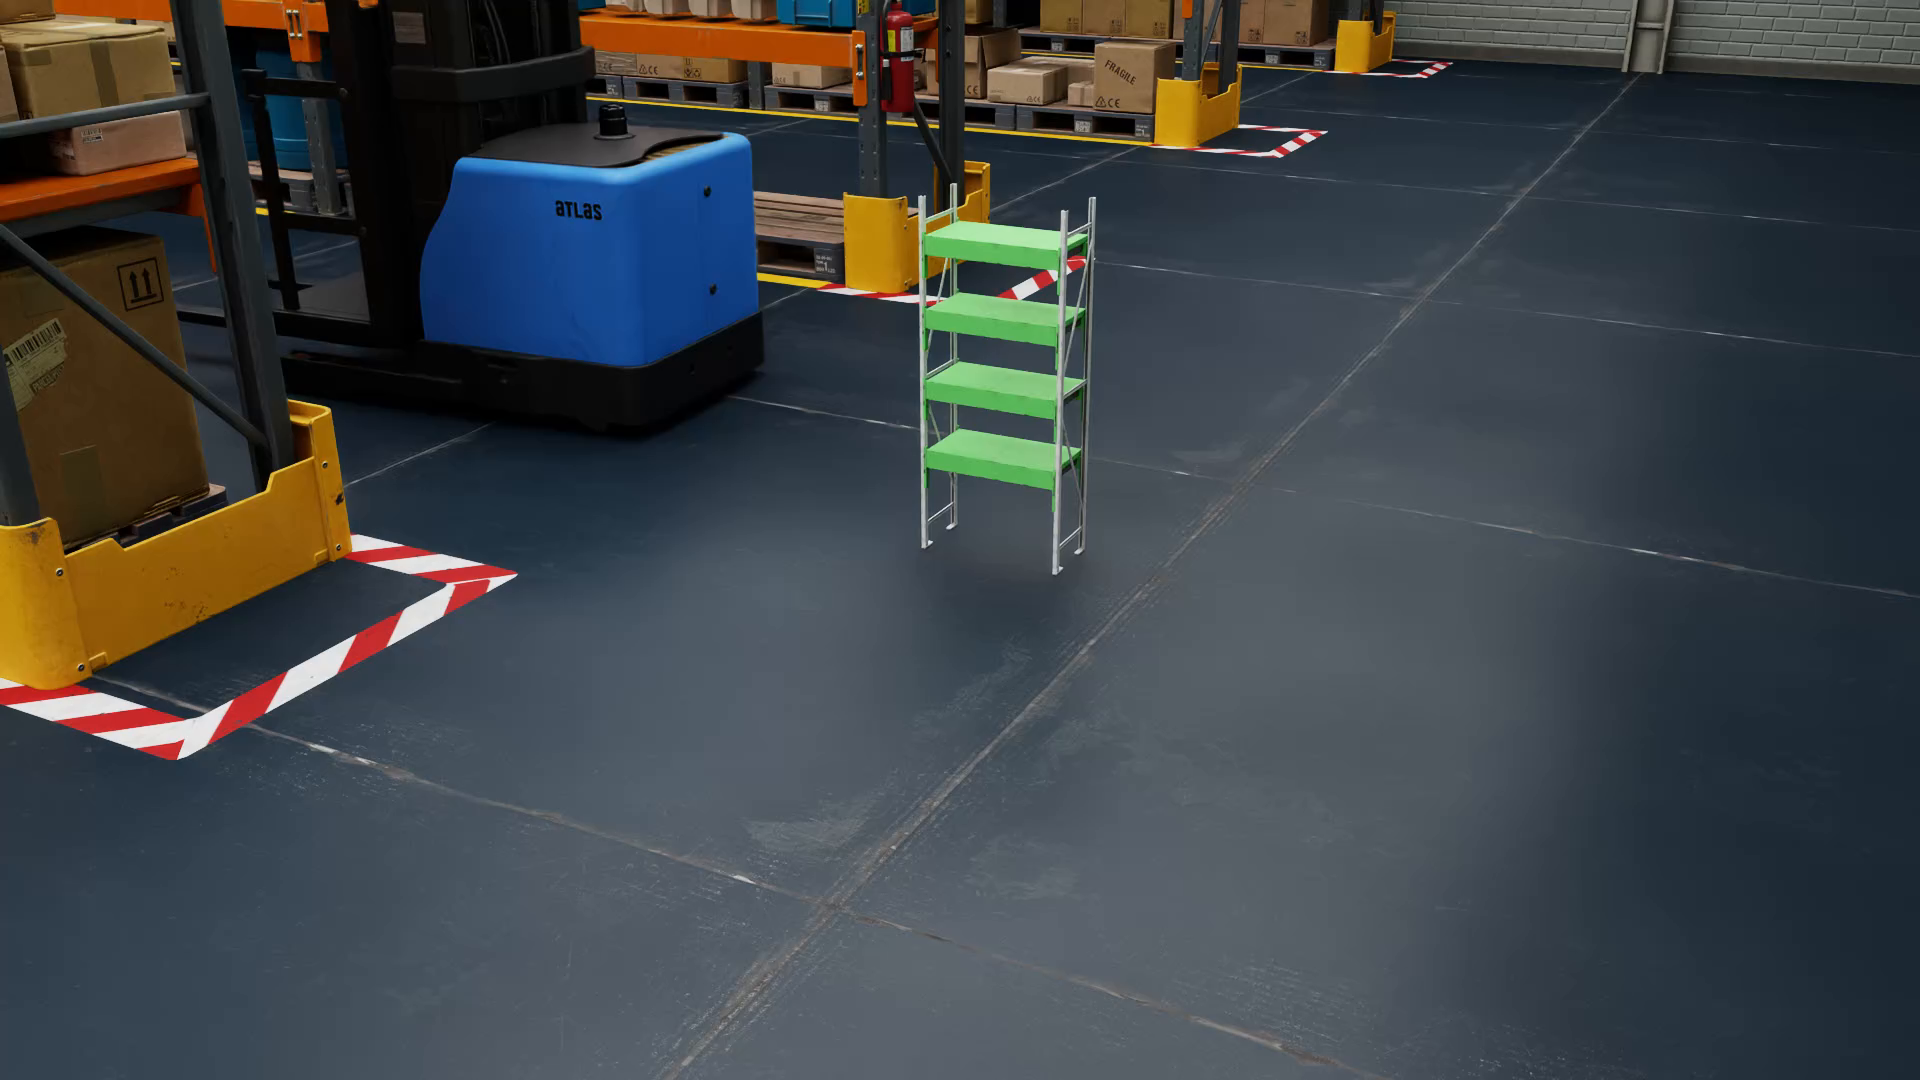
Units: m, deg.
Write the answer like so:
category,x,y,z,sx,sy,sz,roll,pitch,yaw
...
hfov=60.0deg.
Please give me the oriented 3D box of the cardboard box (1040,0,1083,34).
category,x,y,z,sx,sy,sz,roll,pitch,yaw
cardboard box,1.272,-5.953,18.572,0.500,0.500,0.700,12,26,25

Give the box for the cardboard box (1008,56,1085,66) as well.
category,x,y,z,sx,sy,sz,roll,pitch,yaw
cardboard box,0.739,-3.949,14.155,0.500,0.250,0.500,11,25,25

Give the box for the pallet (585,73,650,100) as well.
category,x,y,z,sx,sy,sz,roll,pitch,yaw
pallet,-3.417,-4.409,15.847,1.213,0.211,1.003,11,25,25

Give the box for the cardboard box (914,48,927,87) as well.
category,x,y,z,sx,sy,sz,roll,pitch,yaw
cardboard box,-0.275,-4.178,14.615,0.500,0.311,0.500,11,25,25

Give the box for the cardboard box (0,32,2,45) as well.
category,x,y,z,sx,sy,sz,roll,pitch,yaw
cardboard box,-3.038,-1.588,4.506,0.500,0.500,0.500,12,26,25

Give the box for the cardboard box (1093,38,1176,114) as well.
category,x,y,z,sx,sy,sz,roll,pitch,yaw
cardboard box,1.392,-3.703,13.255,0.500,0.500,0.500,11,25,25

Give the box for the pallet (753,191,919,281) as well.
category,x,y,z,sx,sy,sz,roll,pitch,yaw
pallet,-0.968,-1.787,9.682,1.213,0.211,1.003,11,25,25

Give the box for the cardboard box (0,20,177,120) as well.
category,x,y,z,sx,sy,sz,roll,pitch,yaw
cardboard box,-2.791,-1.428,5.087,0.500,0.250,0.500,10,25,23

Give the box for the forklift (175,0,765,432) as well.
category,x,y,z,sx,sy,sz,roll,pitch,yaw
forklift,-2.439,-2.148,7.055,3.031,2.935,1.130,10,25,21

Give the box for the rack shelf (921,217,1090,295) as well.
category,x,y,z,sx,sy,sz,roll,pitch,yaw
rack shelf,0.148,-0.906,5.284,0.480,0.148,0.258,11,25,25

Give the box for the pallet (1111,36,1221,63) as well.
category,x,y,z,sx,sy,sz,roll,pitch,yaw
pallet,2.387,-5.418,18.220,1.213,0.211,1.003,11,25,25

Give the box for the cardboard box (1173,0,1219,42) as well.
category,x,y,z,sx,sy,sz,roll,pitch,yaw
cardboard box,2.655,-5.680,17.930,0.500,0.500,0.700,10,25,23

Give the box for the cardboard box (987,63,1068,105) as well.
category,x,y,z,sx,sy,sz,roll,pitch,yaw
cardboard box,0.558,-3.766,13.723,0.500,0.250,0.500,11,25,25

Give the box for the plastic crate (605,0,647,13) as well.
category,x,y,z,sx,sy,sz,roll,pitch,yaw
plastic crate,-1.844,-3.041,9.328,0.250,0.136,0.298,11,25,25

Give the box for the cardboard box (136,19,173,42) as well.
category,x,y,z,sx,sy,sz,roll,pitch,yaw
cardboard box,-8.472,-5.530,17.896,0.500,0.250,0.500,11,25,23

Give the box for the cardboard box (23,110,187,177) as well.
category,x,y,z,sx,sy,sz,roll,pitch,yaw
cardboard box,-2.653,-1.244,5.162,0.250,0.149,0.380,12,26,25

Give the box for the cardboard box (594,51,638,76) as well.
category,x,y,z,sx,sy,sz,roll,pitch,yaw
cardboard box,-3.036,-4.565,15.283,0.500,0.500,0.500,12,26,25

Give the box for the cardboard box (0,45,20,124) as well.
category,x,y,z,sx,sy,sz,roll,pitch,yaw
cardboard box,-3.037,-1.242,4.649,0.500,0.250,0.500,11,25,24

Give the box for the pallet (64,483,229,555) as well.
category,x,y,z,sx,sy,sz,roll,pitch,yaw
pallet,-3.233,-0.012,5.508,1.213,0.211,1.003,11,25,25

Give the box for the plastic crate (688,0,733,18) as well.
category,x,y,z,sx,sy,sz,roll,pitch,yaw
plastic crate,-1.311,-2.954,9.124,0.243,0.136,0.396,11,25,25

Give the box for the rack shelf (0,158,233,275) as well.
category,x,y,z,sx,sy,sz,roll,pitch,yaw
rack shelf,-4.269,-1.203,5.666,4.000,0.370,1.077,11,25,25

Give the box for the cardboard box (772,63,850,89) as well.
category,x,y,z,sx,sy,sz,roll,pitch,yaw
cardboard box,-1.304,-4.162,14.578,0.500,0.311,0.500,11,25,25

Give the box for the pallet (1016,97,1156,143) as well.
category,x,y,z,sx,sy,sz,roll,pitch,yaw
pallet,1.209,-3.511,13.736,1.213,0.211,1.003,11,25,25

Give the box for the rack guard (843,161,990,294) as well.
category,x,y,z,sx,sy,sz,roll,pitch,yaw
rack guard,-0.223,-1.761,9.252,0.348,0.500,1.175,11,25,25

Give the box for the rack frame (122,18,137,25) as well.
category,x,y,z,sx,sy,sz,roll,pitch,yaw
rack frame,-8.721,-6.759,17.811,0.127,3.000,1.000,11,25,25

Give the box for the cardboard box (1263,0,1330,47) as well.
category,x,y,z,sx,sy,sz,roll,pitch,yaw
cardboard box,3.550,-5.503,17.514,0.500,0.500,0.700,11,25,25

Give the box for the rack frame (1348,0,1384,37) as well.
category,x,y,z,sx,sy,sz,roll,pitch,yaw
rack frame,4.220,-6.371,16.898,0.127,3.000,1.000,11,25,25

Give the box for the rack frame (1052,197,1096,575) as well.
category,x,y,z,sx,sy,sz,roll,pitch,yaw
rack frame,0.365,-0.480,5.345,0.015,1.200,0.240,11,25,25

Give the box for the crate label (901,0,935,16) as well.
category,x,y,z,sx,sy,sz,roll,pitch,yaw
crate label,-0.322,-3.020,9.156,0.303,0.233,0.416,11,25,25

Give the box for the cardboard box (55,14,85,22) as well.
category,x,y,z,sx,sy,sz,roll,pitch,yaw
cardboard box,-9.675,-5.785,18.496,0.500,0.250,0.500,11,25,25

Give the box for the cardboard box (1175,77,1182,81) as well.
category,x,y,z,sx,sy,sz,roll,pitch,yaw
cardboard box,1.770,-3.725,13.757,0.250,0.149,0.380,11,25,25

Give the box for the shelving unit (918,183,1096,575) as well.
category,x,y,z,sx,sy,sz,roll,pitch,yaw
shelving unit,0.148,-0.523,5.446,0.503,1.200,0.258,11,25,25

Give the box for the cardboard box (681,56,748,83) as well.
category,x,y,z,sx,sy,sz,roll,pitch,yaw
cardboard box,-2.151,-4.386,14.862,0.500,0.500,0.500,11,25,24

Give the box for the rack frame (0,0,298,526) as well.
category,x,y,z,sx,sy,sz,roll,pitch,yaw
rack frame,-2.485,-1.181,4.695,0.127,3.000,1.000,11,25,25

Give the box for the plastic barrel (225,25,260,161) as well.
category,x,y,z,sx,sy,sz,roll,pitch,yaw
plastic barrel,-4.929,-3.072,11.286,0.708,0.901,0.600,11,25,25

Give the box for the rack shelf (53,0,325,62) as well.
category,x,y,z,sx,sy,sz,roll,pitch,yaw
rack shelf,-5.604,-3.640,11.394,4.000,0.370,1.077,11,25,25

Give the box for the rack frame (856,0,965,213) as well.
category,x,y,z,sx,sy,sz,roll,pitch,yaw
rack frame,-0.250,-2.911,8.762,0.127,3.000,1.000,11,25,25

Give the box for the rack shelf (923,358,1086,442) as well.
category,x,y,z,sx,sy,sz,roll,pitch,yaw
rack shelf,0.148,-0.464,5.471,0.480,0.148,0.258,11,25,25

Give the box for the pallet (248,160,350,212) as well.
category,x,y,z,sx,sy,sz,roll,pitch,yaw
pallet,-4.489,-2.485,11.324,1.213,0.211,1.003,11,25,25

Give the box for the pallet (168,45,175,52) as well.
category,x,y,z,sx,sy,sz,roll,pitch,yaw
pallet,-9.411,-5.631,18.722,1.213,0.211,1.003,11,25,25

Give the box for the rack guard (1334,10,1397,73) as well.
category,x,y,z,sx,sy,sz,roll,pitch,yaw
rack guard,4.242,-5.217,17.378,0.348,0.500,1.175,11,25,25

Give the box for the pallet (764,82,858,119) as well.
category,x,y,z,sx,sy,sz,roll,pitch,yaw
pallet,-0.969,-3.942,14.749,1.213,0.211,1.003,11,25,25

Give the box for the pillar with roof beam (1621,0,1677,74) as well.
category,x,y,z,sx,sy,sz,roll,pitch,yaw
pillar with roof beam,5.078,-7.454,11.778,0.400,9.000,9.100,11,25,25
